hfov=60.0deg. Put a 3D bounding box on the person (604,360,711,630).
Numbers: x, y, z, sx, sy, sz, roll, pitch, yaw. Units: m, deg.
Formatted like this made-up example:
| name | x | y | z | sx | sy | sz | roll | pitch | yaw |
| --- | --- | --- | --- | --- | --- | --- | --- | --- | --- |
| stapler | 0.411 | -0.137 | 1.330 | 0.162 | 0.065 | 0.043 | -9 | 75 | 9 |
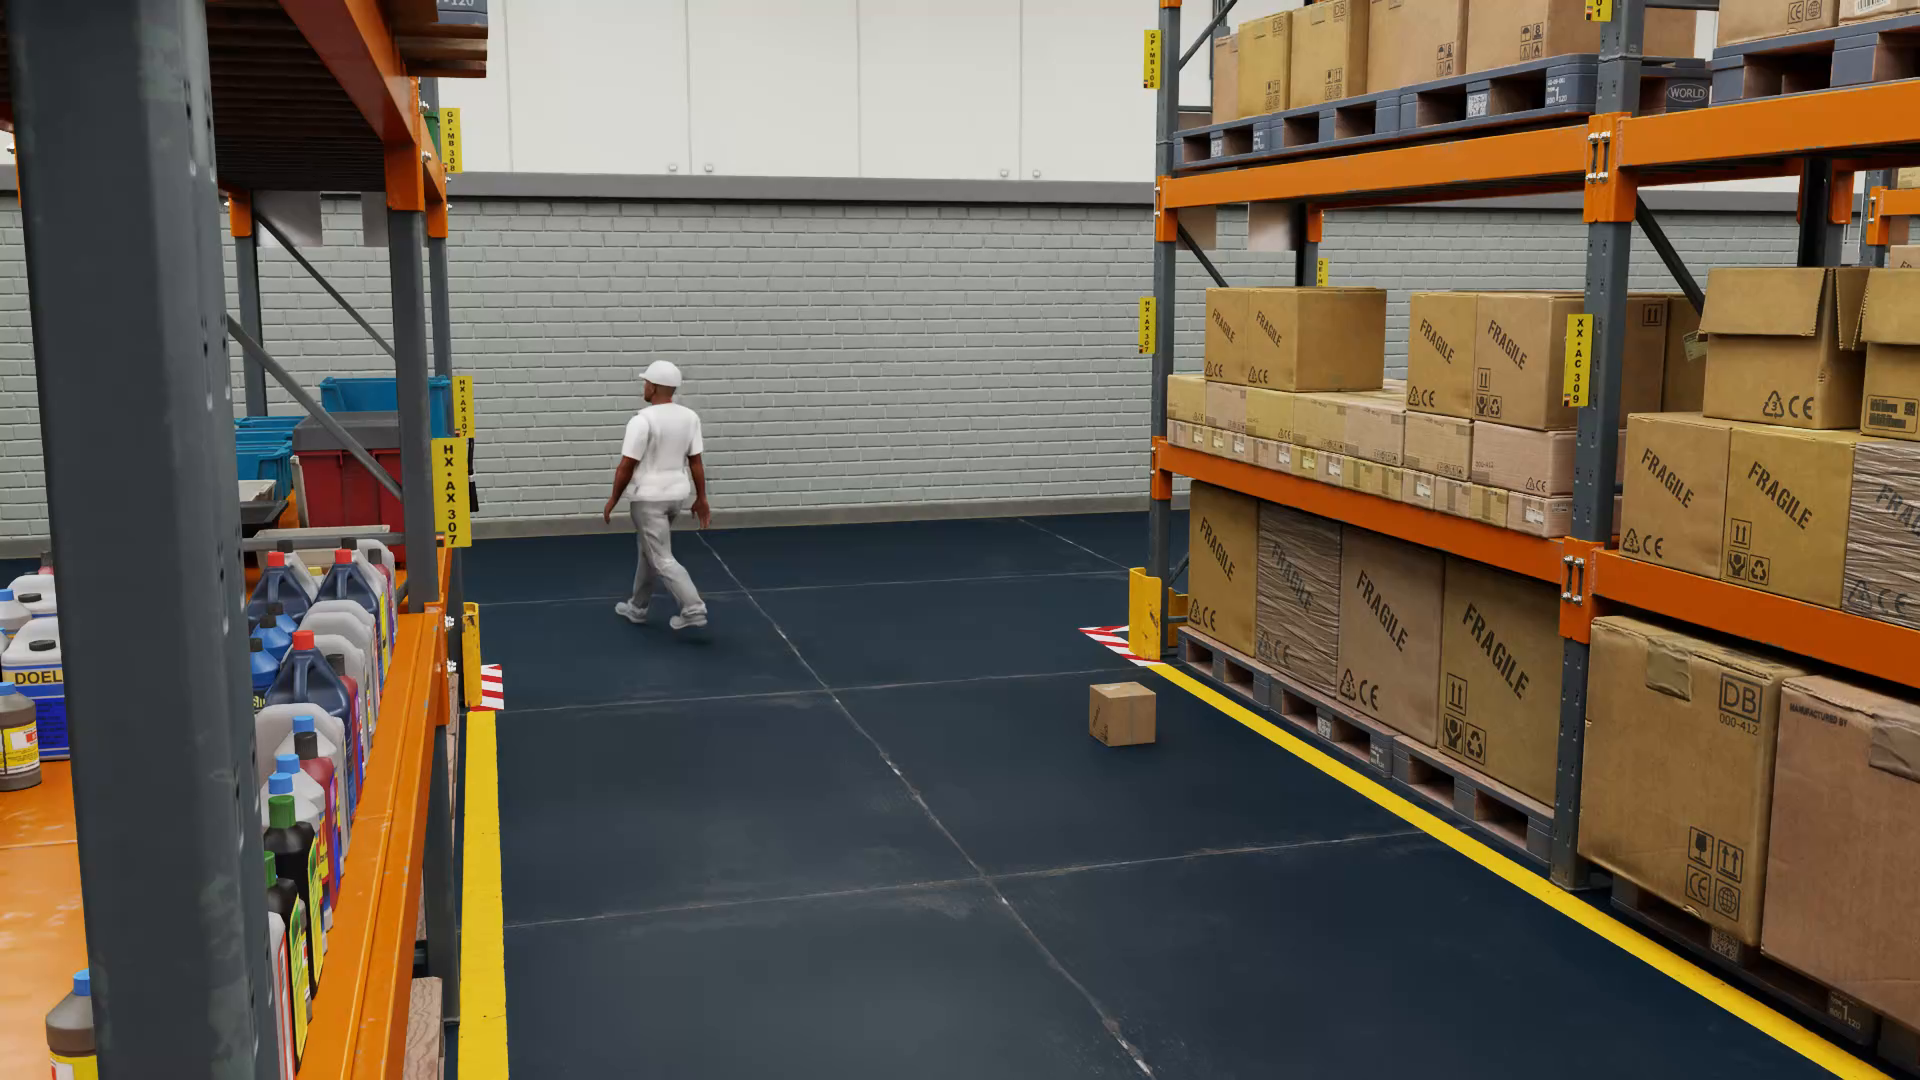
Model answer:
| name | x | y | z | sx | sy | sz | roll | pitch | yaw |
| --- | --- | --- | --- | --- | --- | --- | --- | --- | --- |
| person | -1.940 | -0.273 | 10.539 | 1.019 | 1.726 | 0.601 | 7 | 11 | 36 |
